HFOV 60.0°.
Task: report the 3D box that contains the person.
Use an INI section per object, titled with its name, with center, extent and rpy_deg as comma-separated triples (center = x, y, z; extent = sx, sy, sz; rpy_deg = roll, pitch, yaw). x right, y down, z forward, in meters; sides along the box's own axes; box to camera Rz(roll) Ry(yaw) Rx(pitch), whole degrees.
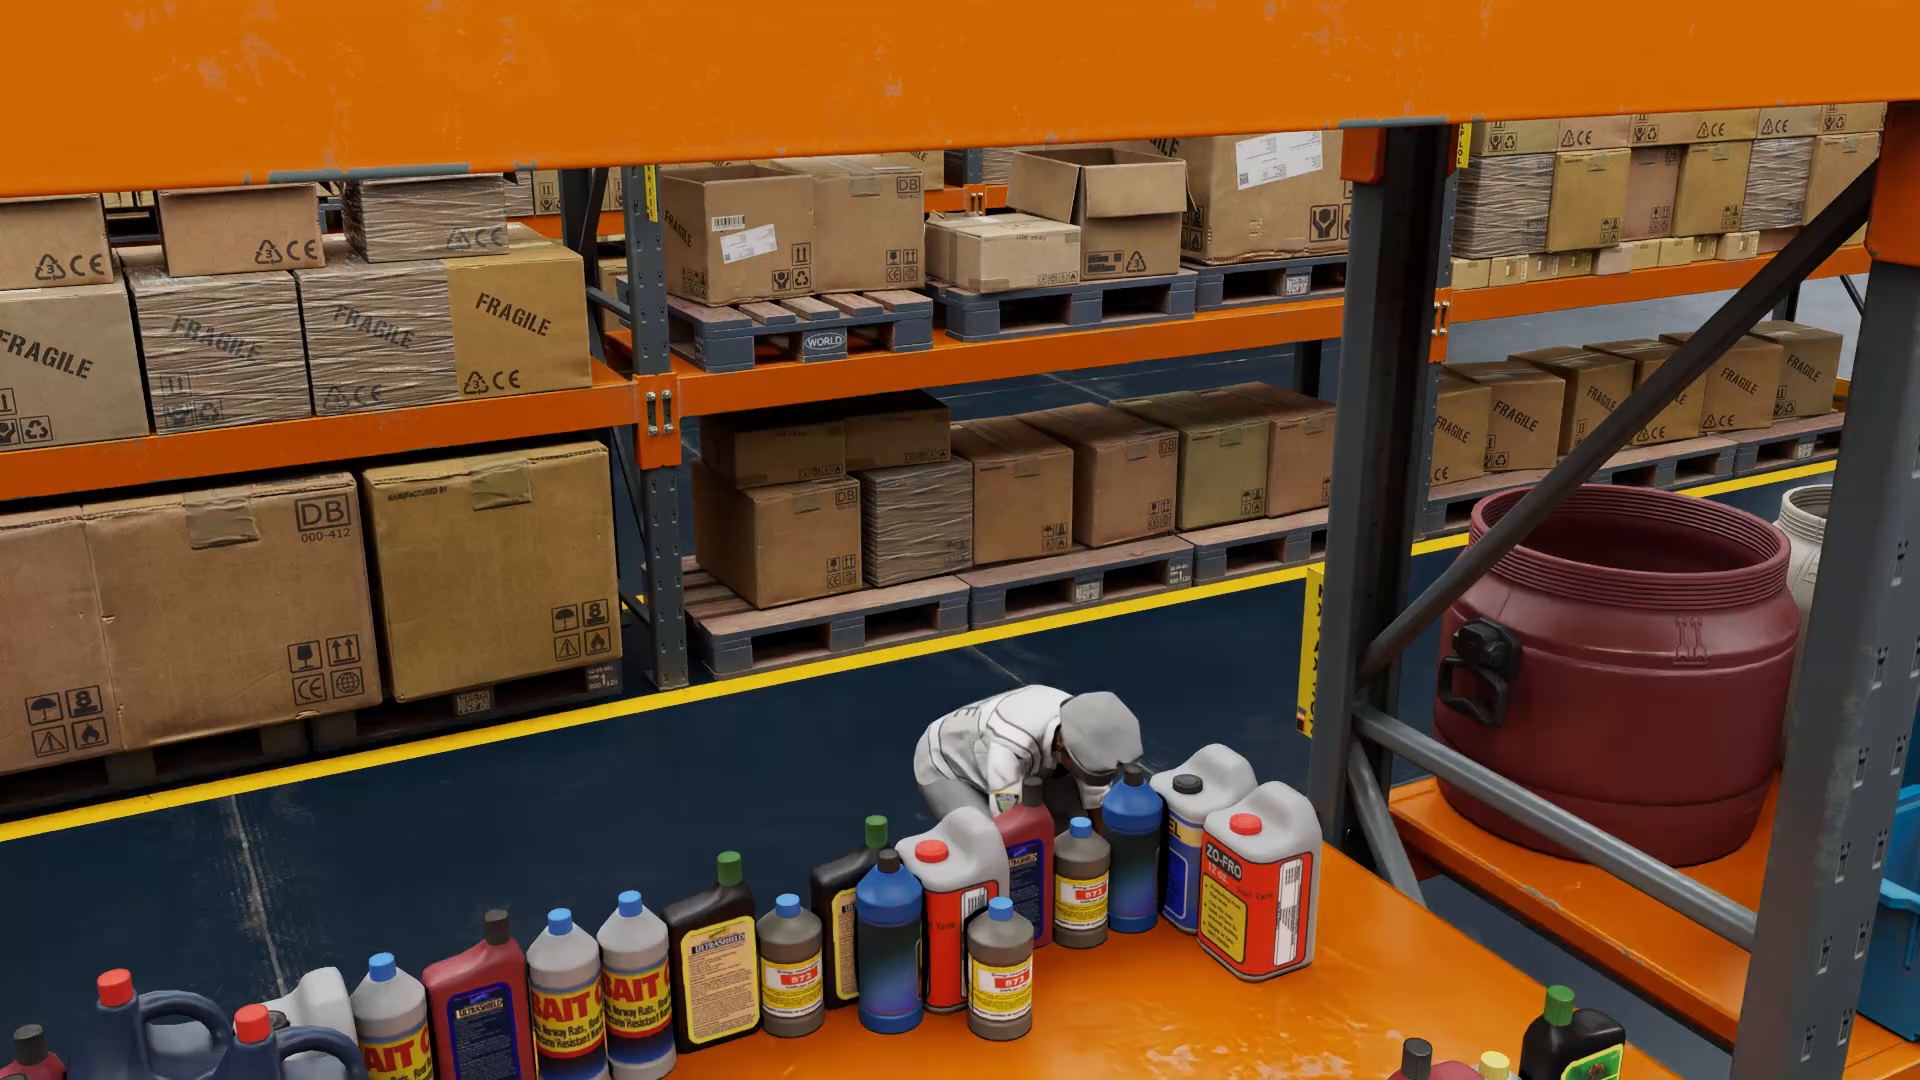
[person]
center = 0.193, 0.778, 5.074
extent = 0.475, 0.847, 0.867
rpy_deg = -10, 21, -27
